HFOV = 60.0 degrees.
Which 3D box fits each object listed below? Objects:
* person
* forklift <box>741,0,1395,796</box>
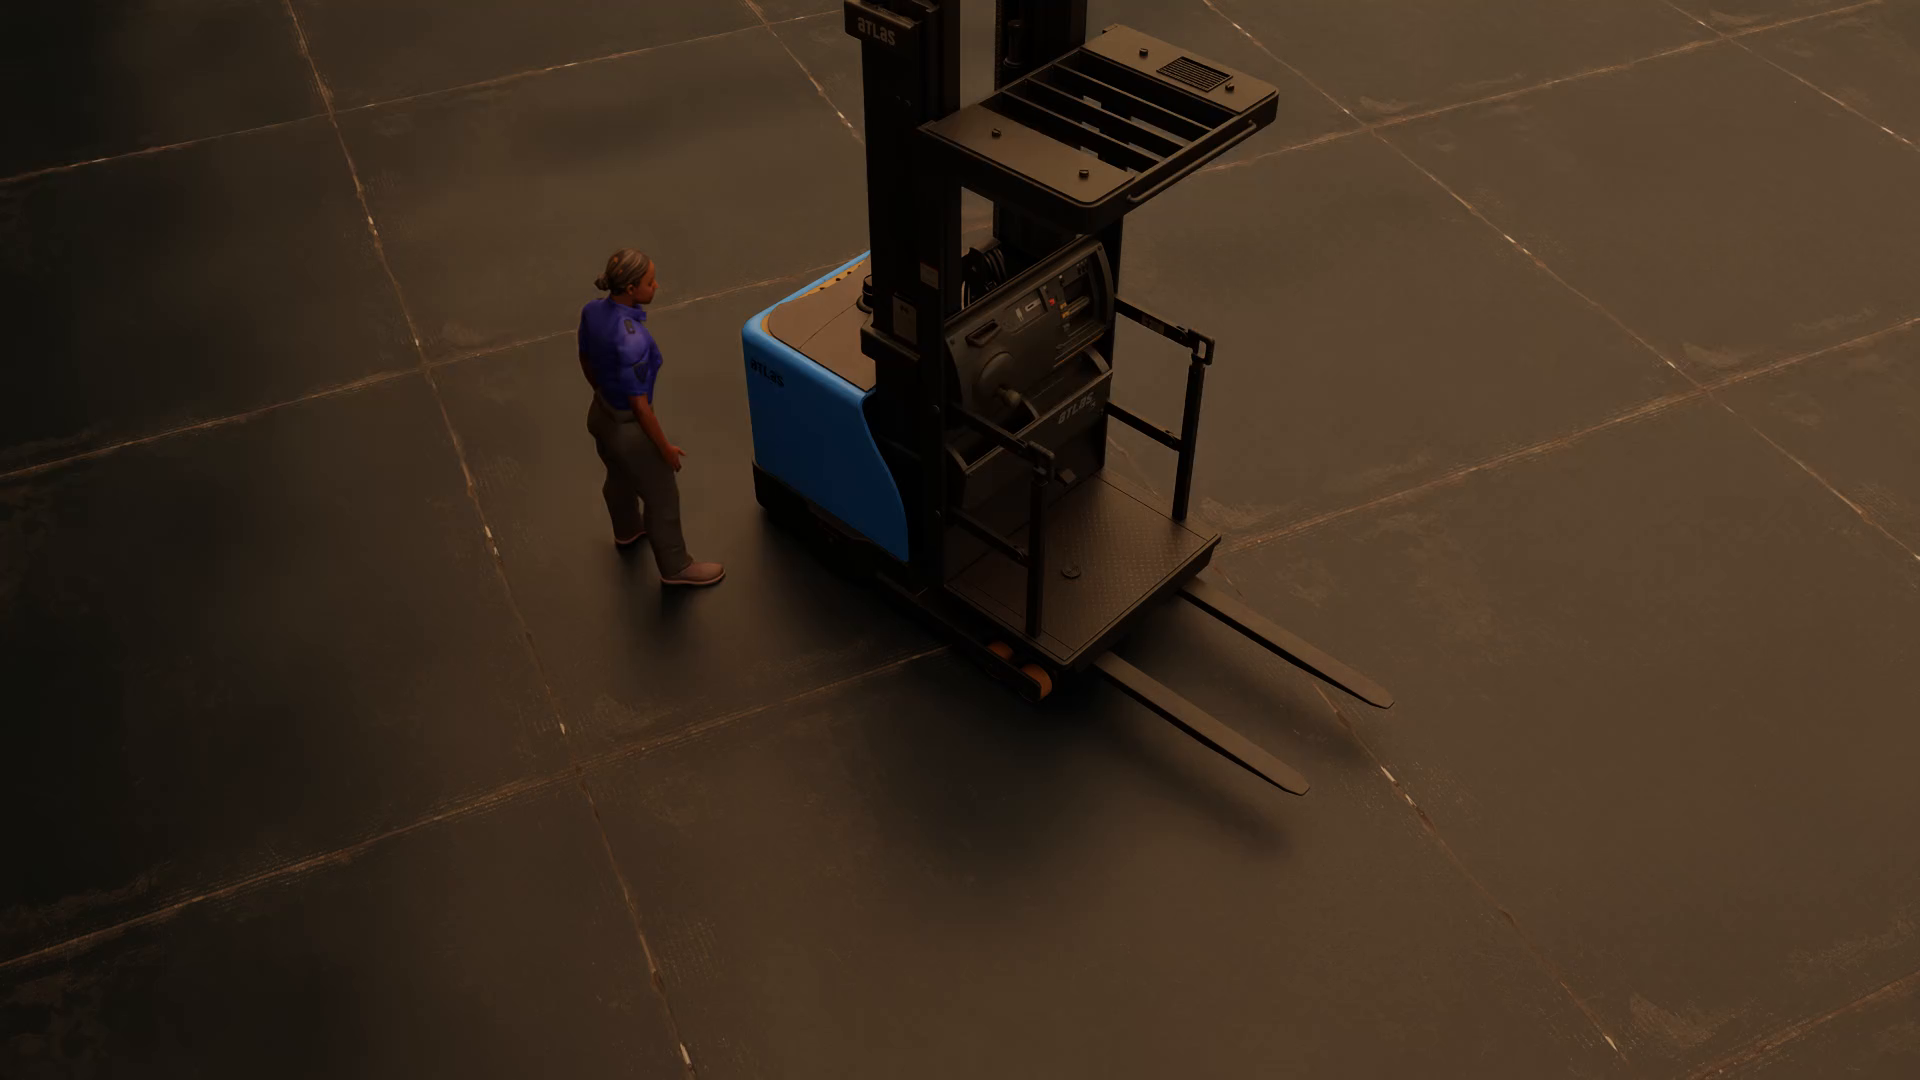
[{"bbox_3d":[-1.394,-0.517,7.175,0.405,1.660,0.615,-25,49,-25],"label":"person"},{"bbox_3d":[0.445,-0.788,6.525,3.031,2.935,1.130,32,52,30],"label":"forklift"}]
